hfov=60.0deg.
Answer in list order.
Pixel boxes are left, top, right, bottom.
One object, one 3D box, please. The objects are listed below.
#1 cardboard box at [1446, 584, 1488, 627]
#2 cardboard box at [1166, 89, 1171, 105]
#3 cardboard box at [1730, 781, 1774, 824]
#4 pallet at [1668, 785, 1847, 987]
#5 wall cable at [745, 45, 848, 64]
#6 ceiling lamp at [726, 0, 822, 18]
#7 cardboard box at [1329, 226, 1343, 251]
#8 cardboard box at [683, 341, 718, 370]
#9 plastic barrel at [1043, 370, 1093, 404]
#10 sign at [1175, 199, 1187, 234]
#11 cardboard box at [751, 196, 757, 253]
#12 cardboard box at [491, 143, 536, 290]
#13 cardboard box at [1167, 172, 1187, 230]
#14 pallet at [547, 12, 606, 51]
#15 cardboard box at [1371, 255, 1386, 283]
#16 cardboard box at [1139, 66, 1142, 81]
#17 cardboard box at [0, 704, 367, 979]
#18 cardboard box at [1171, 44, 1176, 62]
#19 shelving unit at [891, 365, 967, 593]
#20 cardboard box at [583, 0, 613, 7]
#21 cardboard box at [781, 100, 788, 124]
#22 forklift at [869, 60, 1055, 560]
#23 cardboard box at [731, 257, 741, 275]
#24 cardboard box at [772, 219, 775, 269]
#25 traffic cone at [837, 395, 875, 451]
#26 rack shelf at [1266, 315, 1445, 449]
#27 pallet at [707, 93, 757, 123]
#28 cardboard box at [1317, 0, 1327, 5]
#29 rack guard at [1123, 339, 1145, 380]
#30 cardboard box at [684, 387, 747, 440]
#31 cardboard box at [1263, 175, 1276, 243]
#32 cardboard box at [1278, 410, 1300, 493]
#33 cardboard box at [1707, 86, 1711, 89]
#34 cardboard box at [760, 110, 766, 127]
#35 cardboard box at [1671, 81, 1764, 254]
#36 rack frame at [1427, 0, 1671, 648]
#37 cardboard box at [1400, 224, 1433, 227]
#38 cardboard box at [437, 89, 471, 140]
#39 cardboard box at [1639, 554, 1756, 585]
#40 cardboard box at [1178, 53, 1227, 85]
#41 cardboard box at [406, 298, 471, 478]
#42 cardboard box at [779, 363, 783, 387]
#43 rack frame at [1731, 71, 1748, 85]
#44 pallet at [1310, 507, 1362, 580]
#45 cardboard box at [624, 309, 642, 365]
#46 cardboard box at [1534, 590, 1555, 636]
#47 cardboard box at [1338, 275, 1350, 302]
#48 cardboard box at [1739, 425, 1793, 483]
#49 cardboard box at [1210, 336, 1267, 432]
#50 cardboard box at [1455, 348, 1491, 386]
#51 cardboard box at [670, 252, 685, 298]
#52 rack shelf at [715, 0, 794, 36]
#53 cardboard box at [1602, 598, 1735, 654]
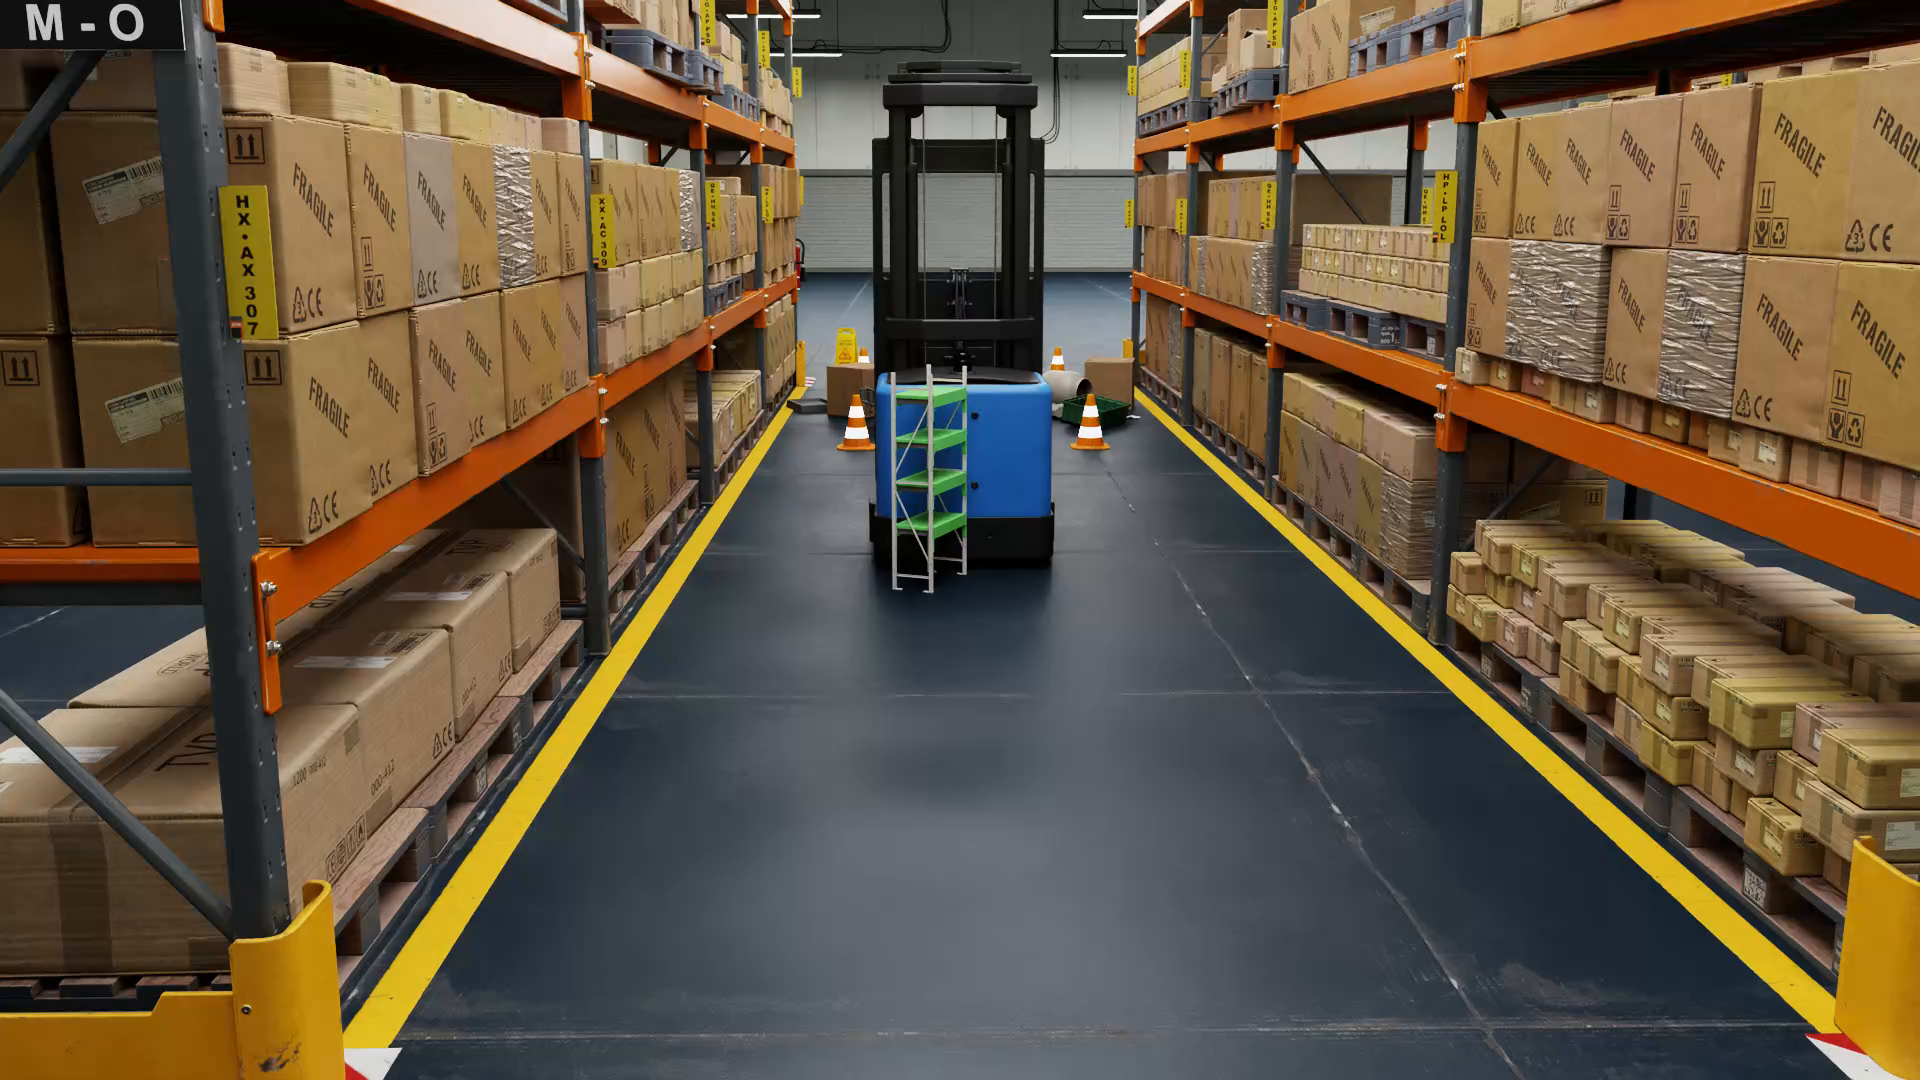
[{"bbox_3d":[2.470,0.299,7.653,0.380,0.149,0.250,-1,11,-4],"label":"cardboard box"},{"bbox_3d":[2.270,-4.431,16.634,0.380,0.149,0.250,0,11,0],"label":"cardboard box"},{"bbox_3d":[2.621,0.813,5.119,0.380,0.149,0.250,0,11,-1],"label":"cardboard box"},{"bbox_3d":[2.884,1.019,5.004,1.003,0.211,1.213,0,11,-1],"label":"pallet"},{"bbox_3d":[-4.914,-13.606,50.102,3.097,2.526,0.112,0,11,-1],"label":"wall cable"},{"bbox_3d":[-3.864,-12.352,34.131,2.000,3.185,0.800,0,11,-1],"label":"ceiling lamp"},{"bbox_3d":[2.531,-1.888,10.398,0.380,0.149,0.250,-1,11,-4],"label":"cardboard box"},{"bbox_3d":[-2.609,-1.858,16.145,0.500,0.500,0.500,0,11,-2],"label":"cardboard box"},{"bbox_3d":[1.061,-1.513,16.950,0.512,0.421,0.421,9,15,38],"label":"plastic barrel"},{"bbox_3d":[2.064,-3.016,15.507,0.100,0.325,0.005,0,11,-1],"label":"sign"},{"bbox_3d":[-2.089,-2.825,14.885,0.500,0.500,0.500,0,11,-2],"label":"cardboard box"},{"bbox_3d":[-1.855,-1.170,6.013,0.500,0.500,0.500,0,11,0],"label":"cardboard box"},{"bbox_3d":[2.518,-3.341,16.390,0.875,0.550,0.550,0,11,-1],"label":"cardboard box"},{"bbox_3d":[-2.231,-2.484,8.194,0.805,0.209,1.217,-1,11,-3],"label":"pallet"},{"bbox_3d":[2.547,-1.534,9.406,0.380,0.149,0.250,0,11,-1],"label":"cardboard box"},{"bbox_3d":[2.225,-5.276,18.795,0.380,0.149,0.250,0,11,-1],"label":"cardboard box"},{"bbox_3d":[-2.194,0.789,4.514,0.875,0.438,0.875,-1,11,-3],"label":"cardboard box"},{"bbox_3d":[2.278,-4.770,16.300,0.380,0.149,0.250,0,11,0],"label":"cardboard box"},{"bbox_3d":[-0.167,-0.352,9.275,0.258,1.200,0.503,5,12,22],"label":"shelving unit"},{"bbox_3d":[-1.823,-2.636,7.746,0.396,0.266,0.258,0,11,-2],"label":"cardboard box"},{"bbox_3d":[-2.135,-4.652,18.031,0.500,0.250,0.500,0,11,-2],"label":"cardboard box"},{"bbox_3d":[-0.019,-1.562,10.885,1.130,2.935,3.031,0,11,-2],"label":"forklift"},{"bbox_3d":[-2.035,-2.294,13.899,0.380,0.149,0.250,0,11,-1],"label":"cardboard box"},{"bbox_3d":[-2.092,-2.899,16.303,0.500,0.500,0.500,0,11,-1],"label":"cardboard box"},{"bbox_3d":[-0.903,-1.032,14.480,0.336,0.463,0.334,0,11,-1],"label":"traffic cone"},{"bbox_3d":[2.743,-1.011,9.806,1.077,0.370,4.000,0,11,-1],"label":"rack shelf"},{"bbox_3d":[-2.422,-3.770,14.527,1.213,0.211,1.003,0,11,-1],"label":"pallet"},{"bbox_3d":[2.445,-3.471,10.403,0.396,0.266,0.258,0,11,-1],"label":"cardboard box"},{"bbox_3d":[2.535,-2.131,19.805,1.175,0.500,0.348,0,11,-1],"label":"rack guard"},{"bbox_3d":[-2.281,-1.048,13.734,0.950,0.372,0.625,0,11,1],"label":"cardboard box"},{"bbox_3d":[2.690,-2.490,12.520,0.700,0.500,0.500,0,11,-2],"label":"cardboard box"},{"bbox_3d":[2.461,-0.600,11.203,0.500,0.500,0.500,-1,11,-4],"label":"cardboard box"},{"bbox_3d":[7.370,-4.265,15.868,0.380,0.149,0.250,0,11,-1],"label":"cardboard box"},{"bbox_3d":[-2.037,-3.978,15.709,0.380,0.149,0.250,0,11,-1],"label":"cardboard box"},{"bbox_3d":[2.578,-1.149,5.166,0.500,0.500,0.500,0,11,2],"label":"cardboard box"},{"bbox_3d":[2.784,-0.966,7.775,1.000,3.000,0.127,0,11,-1],"label":"rack frame"},{"bbox_3d":[3.170,-2.040,11.147,0.380,0.149,0.250,-1,11,-3],"label":"cardboard box"},{"bbox_3d":[-1.801,-1.367,5.356,0.380,0.149,0.250,-1,11,-3],"label":"cardboard box"},{"bbox_3d":[3.036,0.156,6.865,0.380,0.149,0.250,0,11,1],"label":"cardboard box"},{"bbox_3d":[2.352,-4.450,15.726,0.500,0.250,0.500,0,11,-2],"label":"cardboard box"},{"bbox_3d":[-1.834,-0.477,5.116,0.500,0.500,0.500,0,11,-1],"label":"cardboard box"},{"bbox_3d":[-2.106,-1.704,17.272,0.500,0.250,0.500,0,11,-2],"label":"cardboard box"},{"bbox_3d":[7.580,-5.496,15.018,1.000,3.000,0.127,0,11,-1],"label":"rack frame"},{"bbox_3d":[2.738,0.003,10.013,1.003,0.211,1.213,0,11,-1],"label":"pallet"},{"bbox_3d":[-1.920,-1.043,8.534,0.500,0.250,0.500,-1,11,-3],"label":"cardboard box"},{"bbox_3d":[2.610,0.305,6.876,0.380,0.149,0.250,-1,11,-4],"label":"cardboard box"},{"bbox_3d":[2.535,-1.540,10.182,0.380,0.149,0.250,0,11,1],"label":"cardboard box"},{"bbox_3d":[2.561,-0.261,4.934,0.380,0.149,0.250,0,11,0],"label":"cardboard box"},{"bbox_3d":[2.737,-1.344,14.244,1.050,0.750,0.750,0,11,-1],"label":"cardboard box"},{"bbox_3d":[2.463,-0.785,7.516,0.380,0.149,0.250,0,11,1],"label":"cardboard box"},{"bbox_3d":[-1.936,-1.593,9.987,0.500,0.250,0.500,-1,11,-3],"label":"cardboard box"},{"bbox_3d":[-2.370,-5.499,16.849,1.077,0.370,4.000,0,11,-1],"label":"rack shelf"},{"bbox_3d":[2.591,0.314,6.084,0.380,0.149,0.250,0,11,-1],"label":"cardboard box"}]
